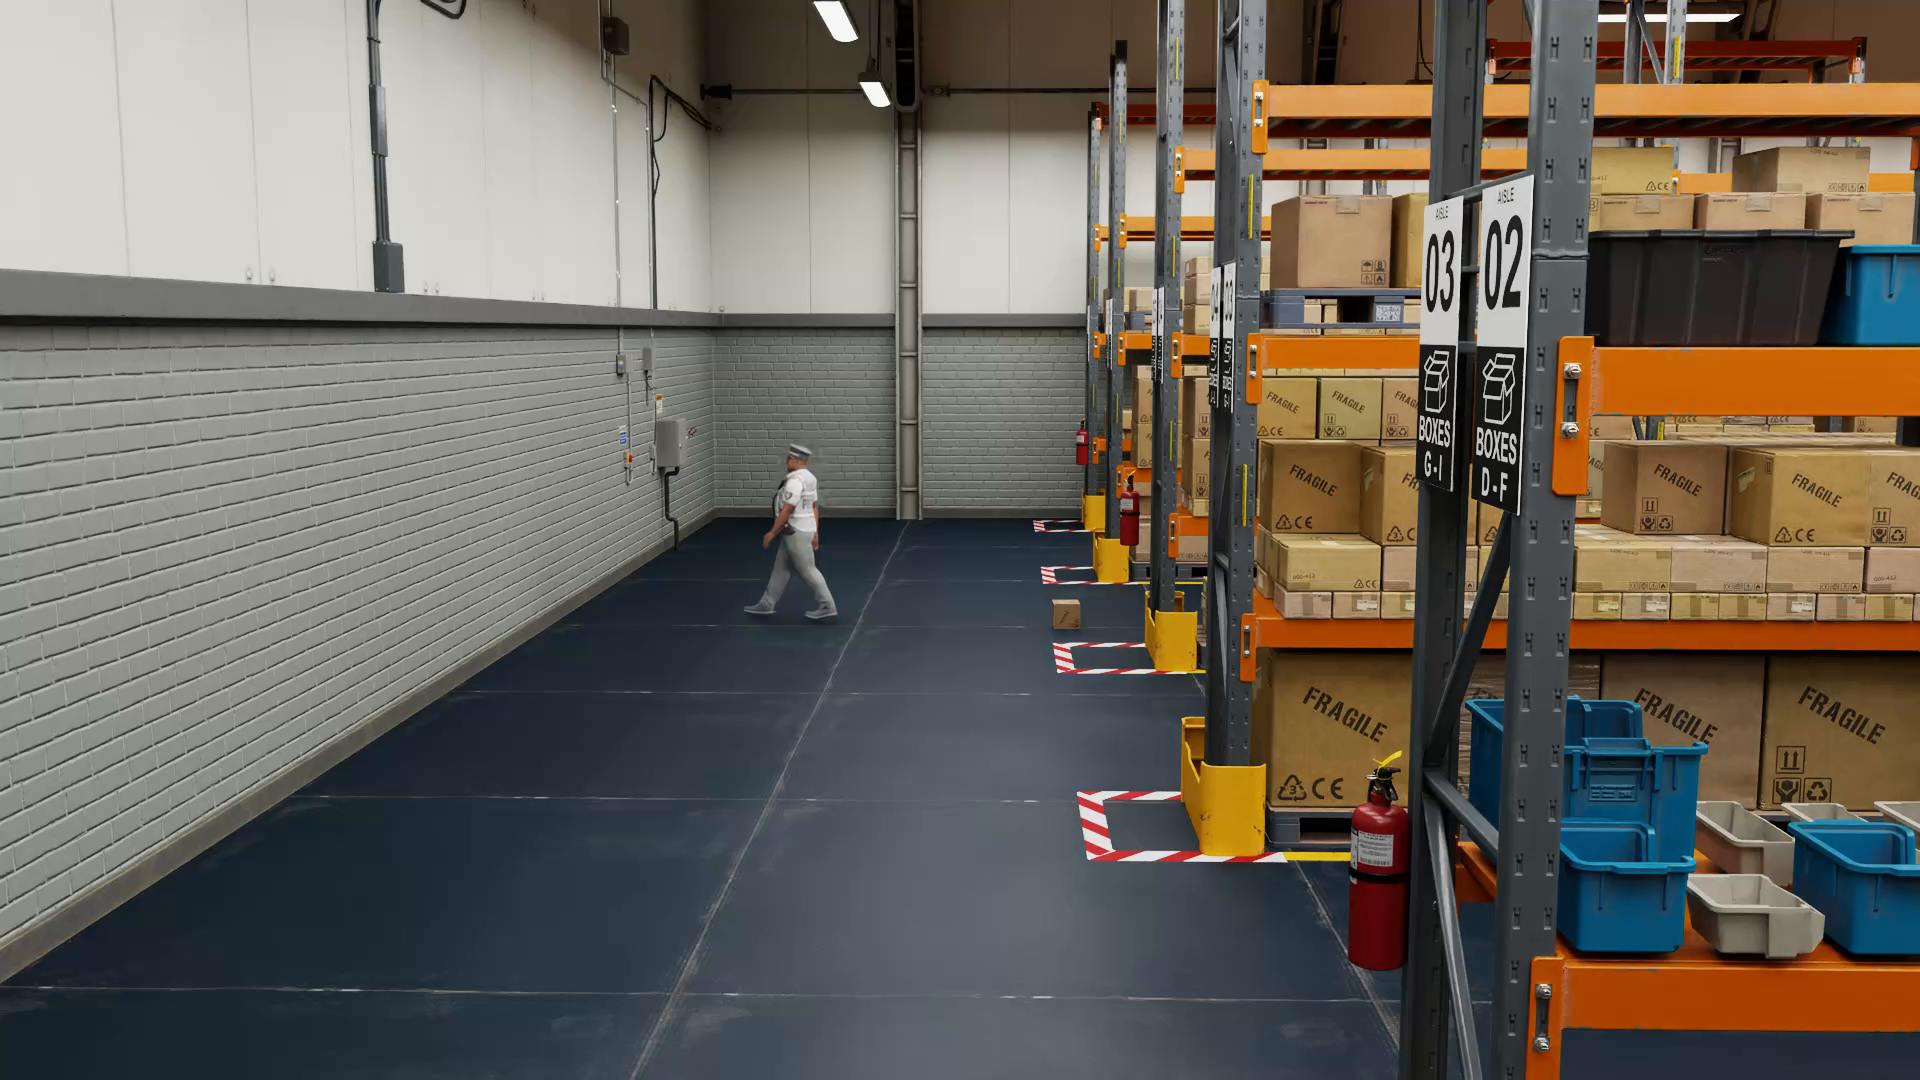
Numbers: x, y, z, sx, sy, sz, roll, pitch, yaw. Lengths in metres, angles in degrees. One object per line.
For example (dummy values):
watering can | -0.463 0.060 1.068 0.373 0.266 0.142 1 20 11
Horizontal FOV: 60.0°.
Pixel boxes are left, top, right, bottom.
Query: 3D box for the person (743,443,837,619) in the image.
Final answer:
person | -1.693 -0.094 16.303 1.009 1.713 0.572 1 7 9
